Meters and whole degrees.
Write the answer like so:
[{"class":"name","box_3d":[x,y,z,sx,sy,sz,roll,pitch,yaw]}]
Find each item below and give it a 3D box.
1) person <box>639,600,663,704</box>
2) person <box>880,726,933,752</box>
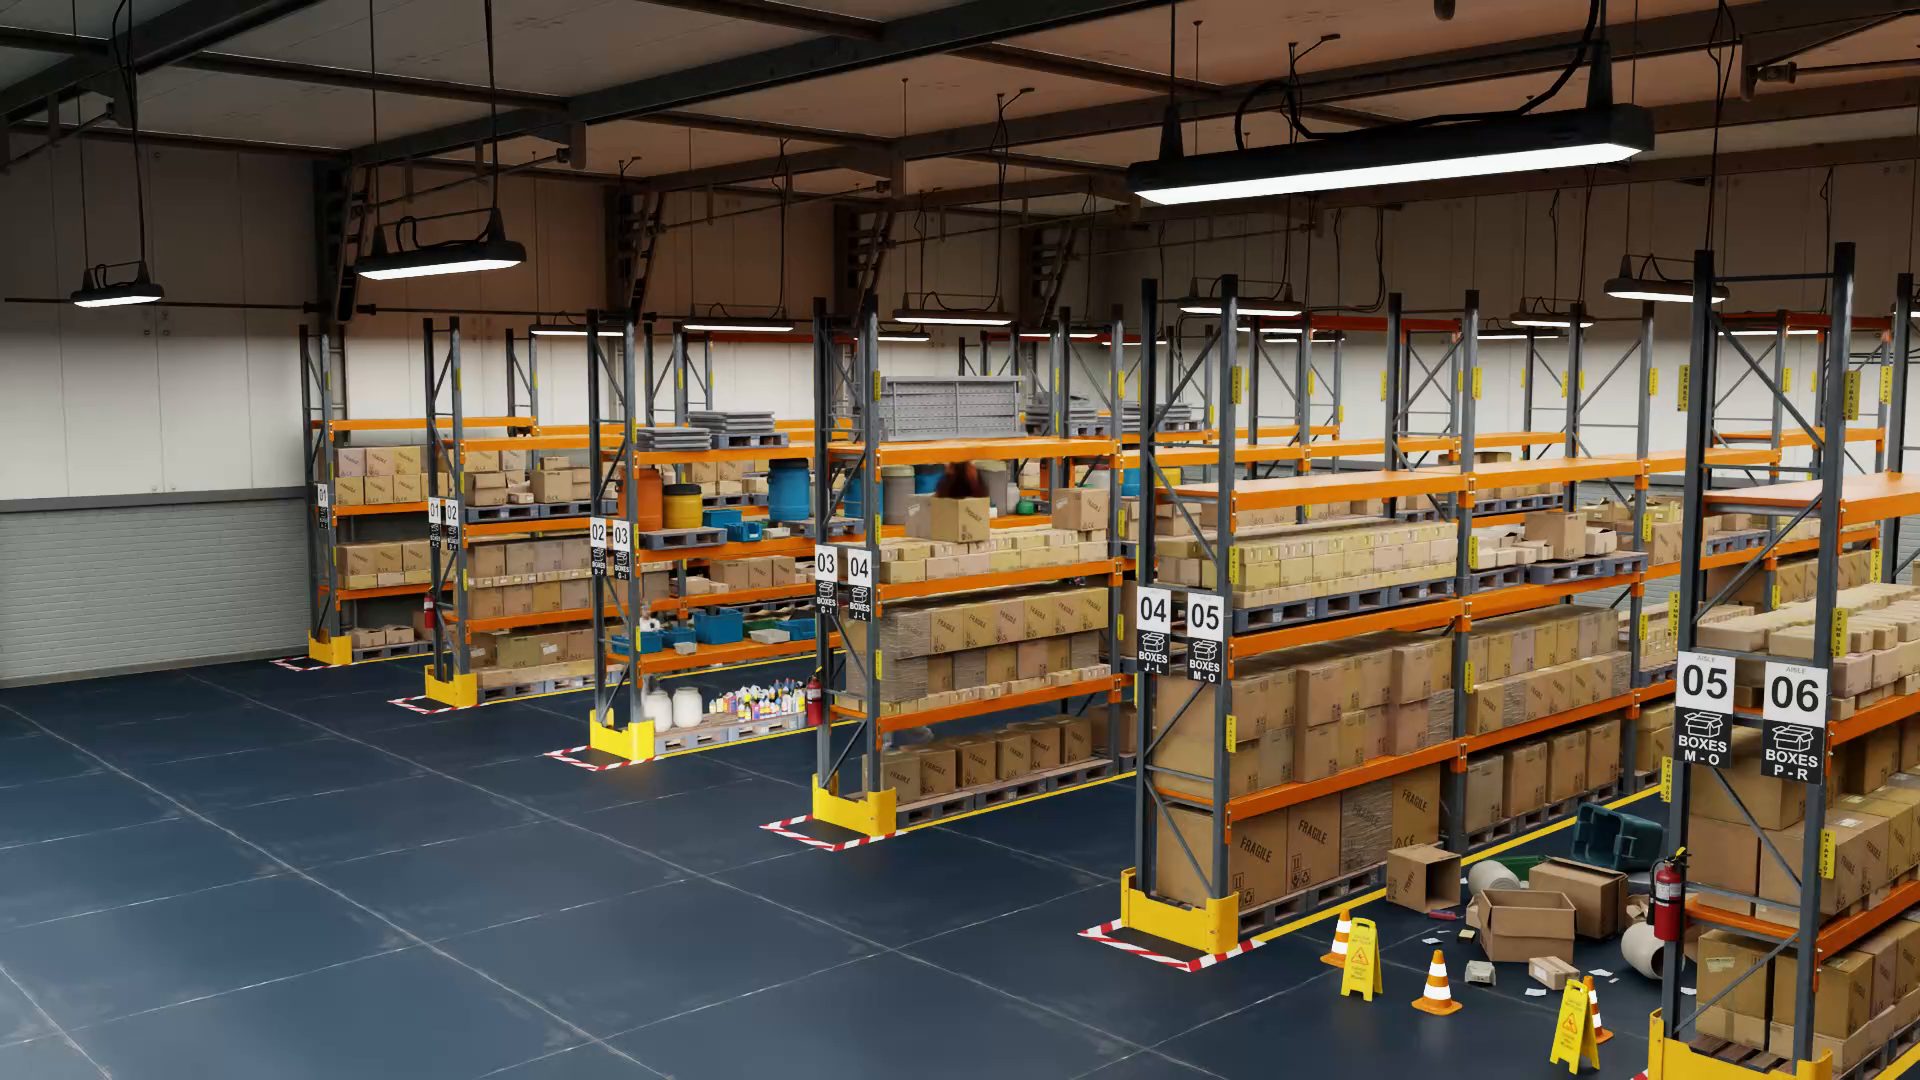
[{"class":"person","box_3d":[-4.865,1.751,25.730,0.442,1.641,0.984,3,6,25]},{"class":"person","box_3d":[-0.780,2.045,22.359,0.809,1.717,0.583,-3,6,-26]}]
